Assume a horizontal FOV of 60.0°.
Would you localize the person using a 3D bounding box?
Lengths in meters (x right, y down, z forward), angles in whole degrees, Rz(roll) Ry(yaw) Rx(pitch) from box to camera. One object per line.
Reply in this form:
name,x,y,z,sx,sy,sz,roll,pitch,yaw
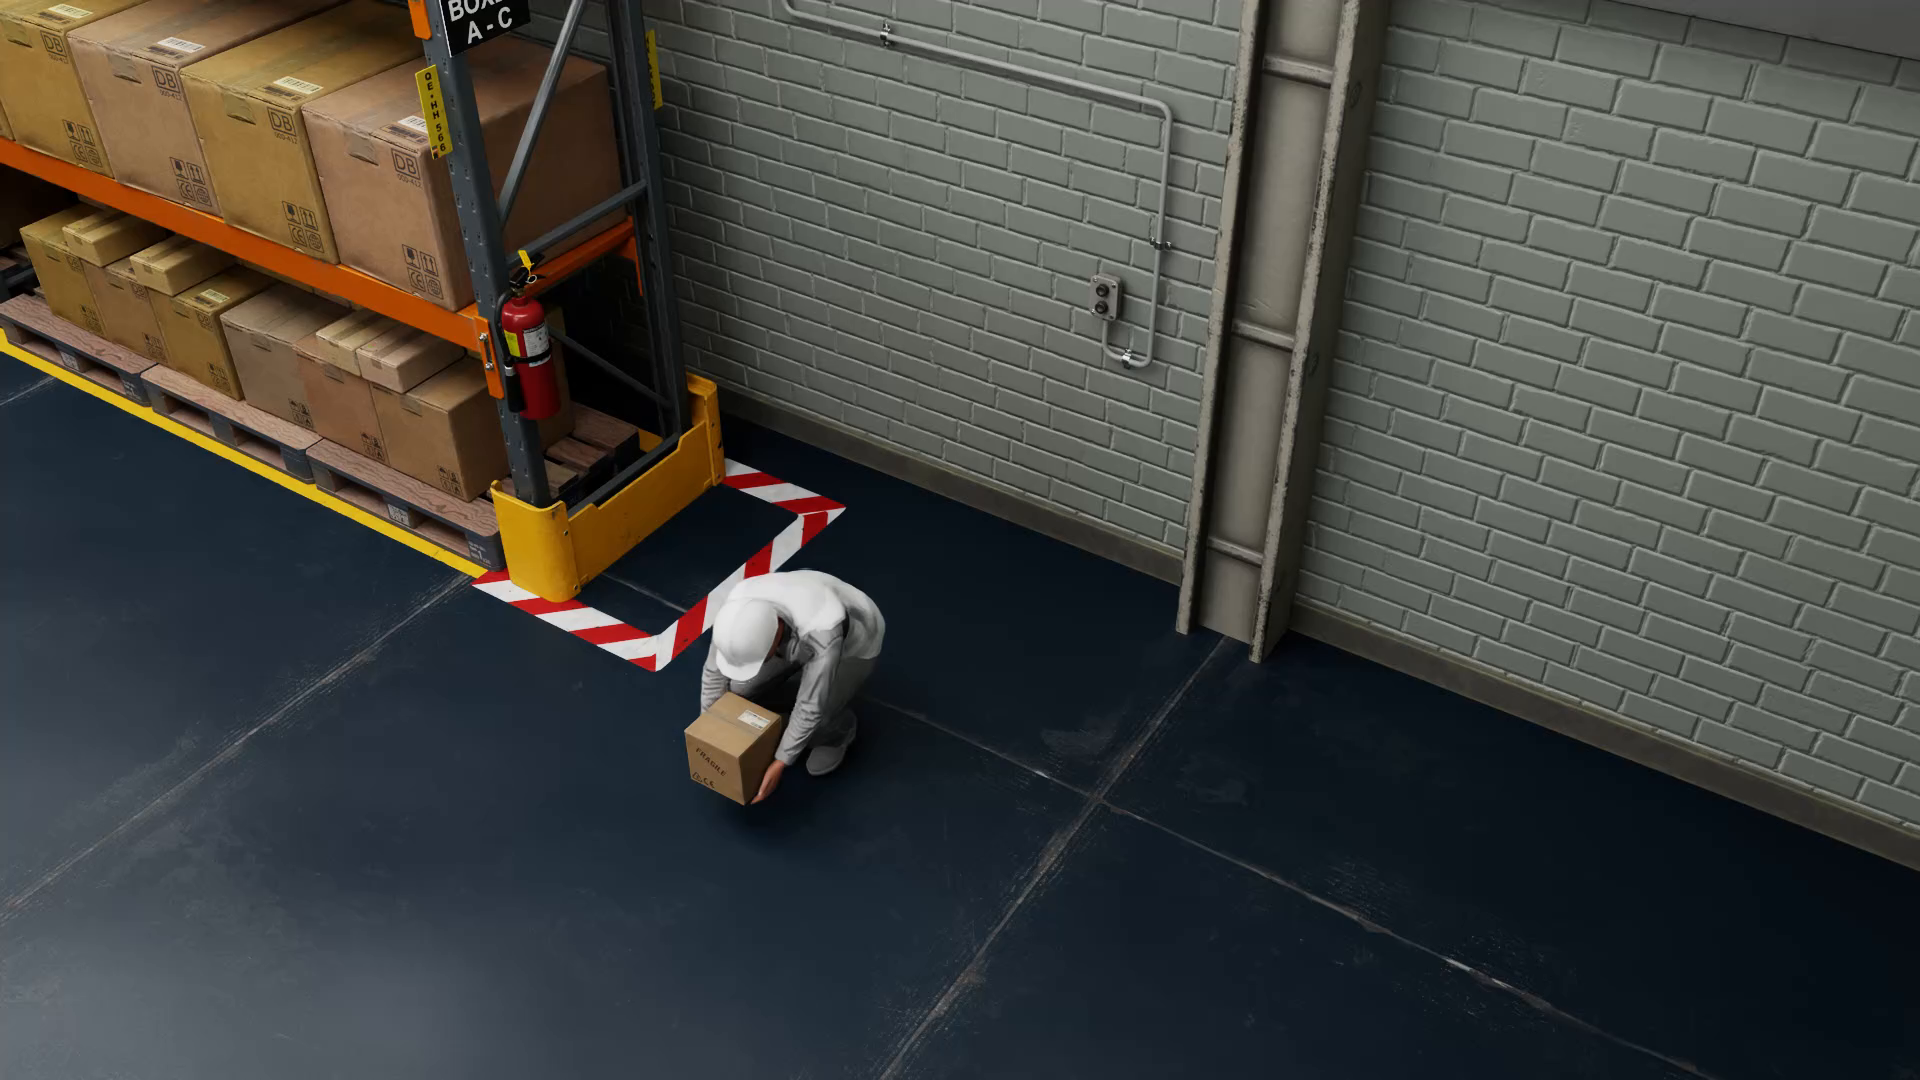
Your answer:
person,-0.628,0.447,6.191,0.539,1.006,0.867,22,43,25
